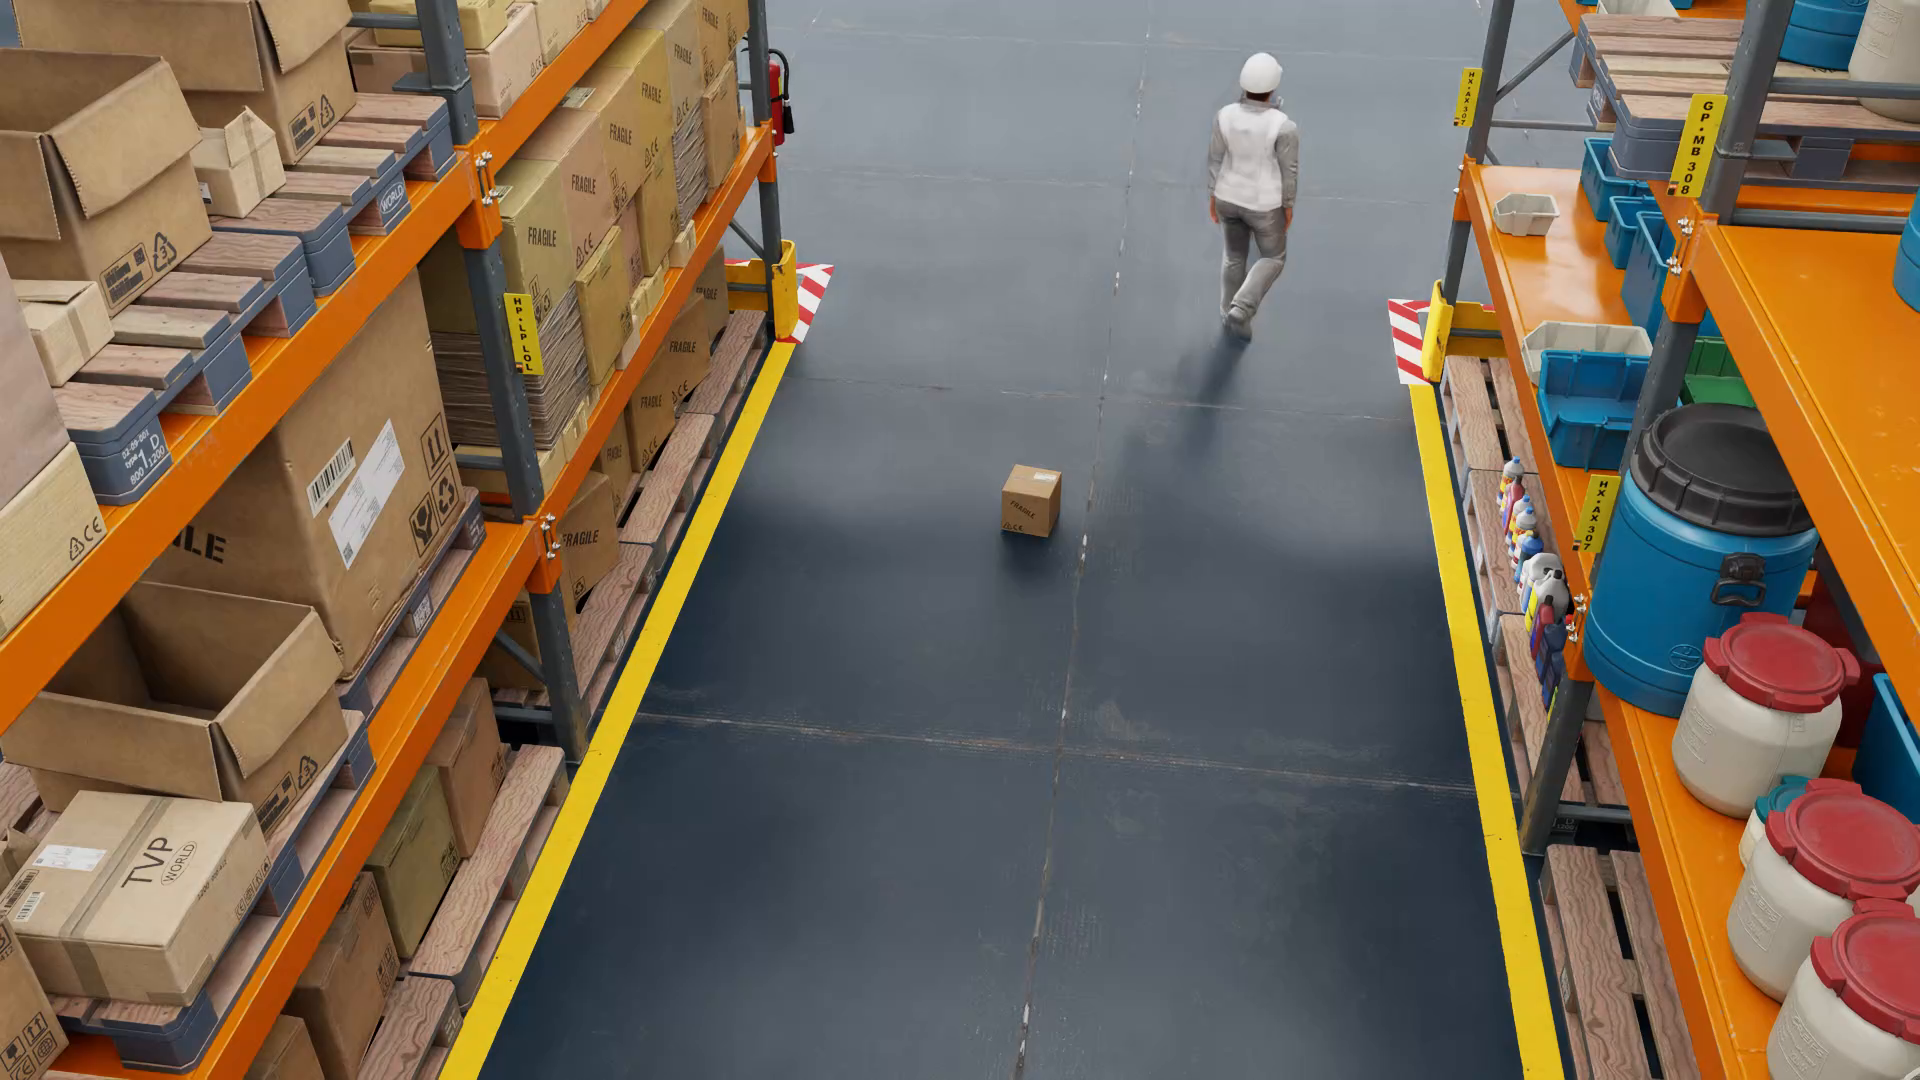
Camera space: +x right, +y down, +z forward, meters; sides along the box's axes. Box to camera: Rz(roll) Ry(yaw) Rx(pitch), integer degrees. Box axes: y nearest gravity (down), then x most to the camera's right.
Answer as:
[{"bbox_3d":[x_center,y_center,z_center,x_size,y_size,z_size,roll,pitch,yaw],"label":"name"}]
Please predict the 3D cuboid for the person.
[{"bbox_3d":[1.695,-1.994,9.742,0.539,1.756,0.669,20,40,25],"label":"person"}]
